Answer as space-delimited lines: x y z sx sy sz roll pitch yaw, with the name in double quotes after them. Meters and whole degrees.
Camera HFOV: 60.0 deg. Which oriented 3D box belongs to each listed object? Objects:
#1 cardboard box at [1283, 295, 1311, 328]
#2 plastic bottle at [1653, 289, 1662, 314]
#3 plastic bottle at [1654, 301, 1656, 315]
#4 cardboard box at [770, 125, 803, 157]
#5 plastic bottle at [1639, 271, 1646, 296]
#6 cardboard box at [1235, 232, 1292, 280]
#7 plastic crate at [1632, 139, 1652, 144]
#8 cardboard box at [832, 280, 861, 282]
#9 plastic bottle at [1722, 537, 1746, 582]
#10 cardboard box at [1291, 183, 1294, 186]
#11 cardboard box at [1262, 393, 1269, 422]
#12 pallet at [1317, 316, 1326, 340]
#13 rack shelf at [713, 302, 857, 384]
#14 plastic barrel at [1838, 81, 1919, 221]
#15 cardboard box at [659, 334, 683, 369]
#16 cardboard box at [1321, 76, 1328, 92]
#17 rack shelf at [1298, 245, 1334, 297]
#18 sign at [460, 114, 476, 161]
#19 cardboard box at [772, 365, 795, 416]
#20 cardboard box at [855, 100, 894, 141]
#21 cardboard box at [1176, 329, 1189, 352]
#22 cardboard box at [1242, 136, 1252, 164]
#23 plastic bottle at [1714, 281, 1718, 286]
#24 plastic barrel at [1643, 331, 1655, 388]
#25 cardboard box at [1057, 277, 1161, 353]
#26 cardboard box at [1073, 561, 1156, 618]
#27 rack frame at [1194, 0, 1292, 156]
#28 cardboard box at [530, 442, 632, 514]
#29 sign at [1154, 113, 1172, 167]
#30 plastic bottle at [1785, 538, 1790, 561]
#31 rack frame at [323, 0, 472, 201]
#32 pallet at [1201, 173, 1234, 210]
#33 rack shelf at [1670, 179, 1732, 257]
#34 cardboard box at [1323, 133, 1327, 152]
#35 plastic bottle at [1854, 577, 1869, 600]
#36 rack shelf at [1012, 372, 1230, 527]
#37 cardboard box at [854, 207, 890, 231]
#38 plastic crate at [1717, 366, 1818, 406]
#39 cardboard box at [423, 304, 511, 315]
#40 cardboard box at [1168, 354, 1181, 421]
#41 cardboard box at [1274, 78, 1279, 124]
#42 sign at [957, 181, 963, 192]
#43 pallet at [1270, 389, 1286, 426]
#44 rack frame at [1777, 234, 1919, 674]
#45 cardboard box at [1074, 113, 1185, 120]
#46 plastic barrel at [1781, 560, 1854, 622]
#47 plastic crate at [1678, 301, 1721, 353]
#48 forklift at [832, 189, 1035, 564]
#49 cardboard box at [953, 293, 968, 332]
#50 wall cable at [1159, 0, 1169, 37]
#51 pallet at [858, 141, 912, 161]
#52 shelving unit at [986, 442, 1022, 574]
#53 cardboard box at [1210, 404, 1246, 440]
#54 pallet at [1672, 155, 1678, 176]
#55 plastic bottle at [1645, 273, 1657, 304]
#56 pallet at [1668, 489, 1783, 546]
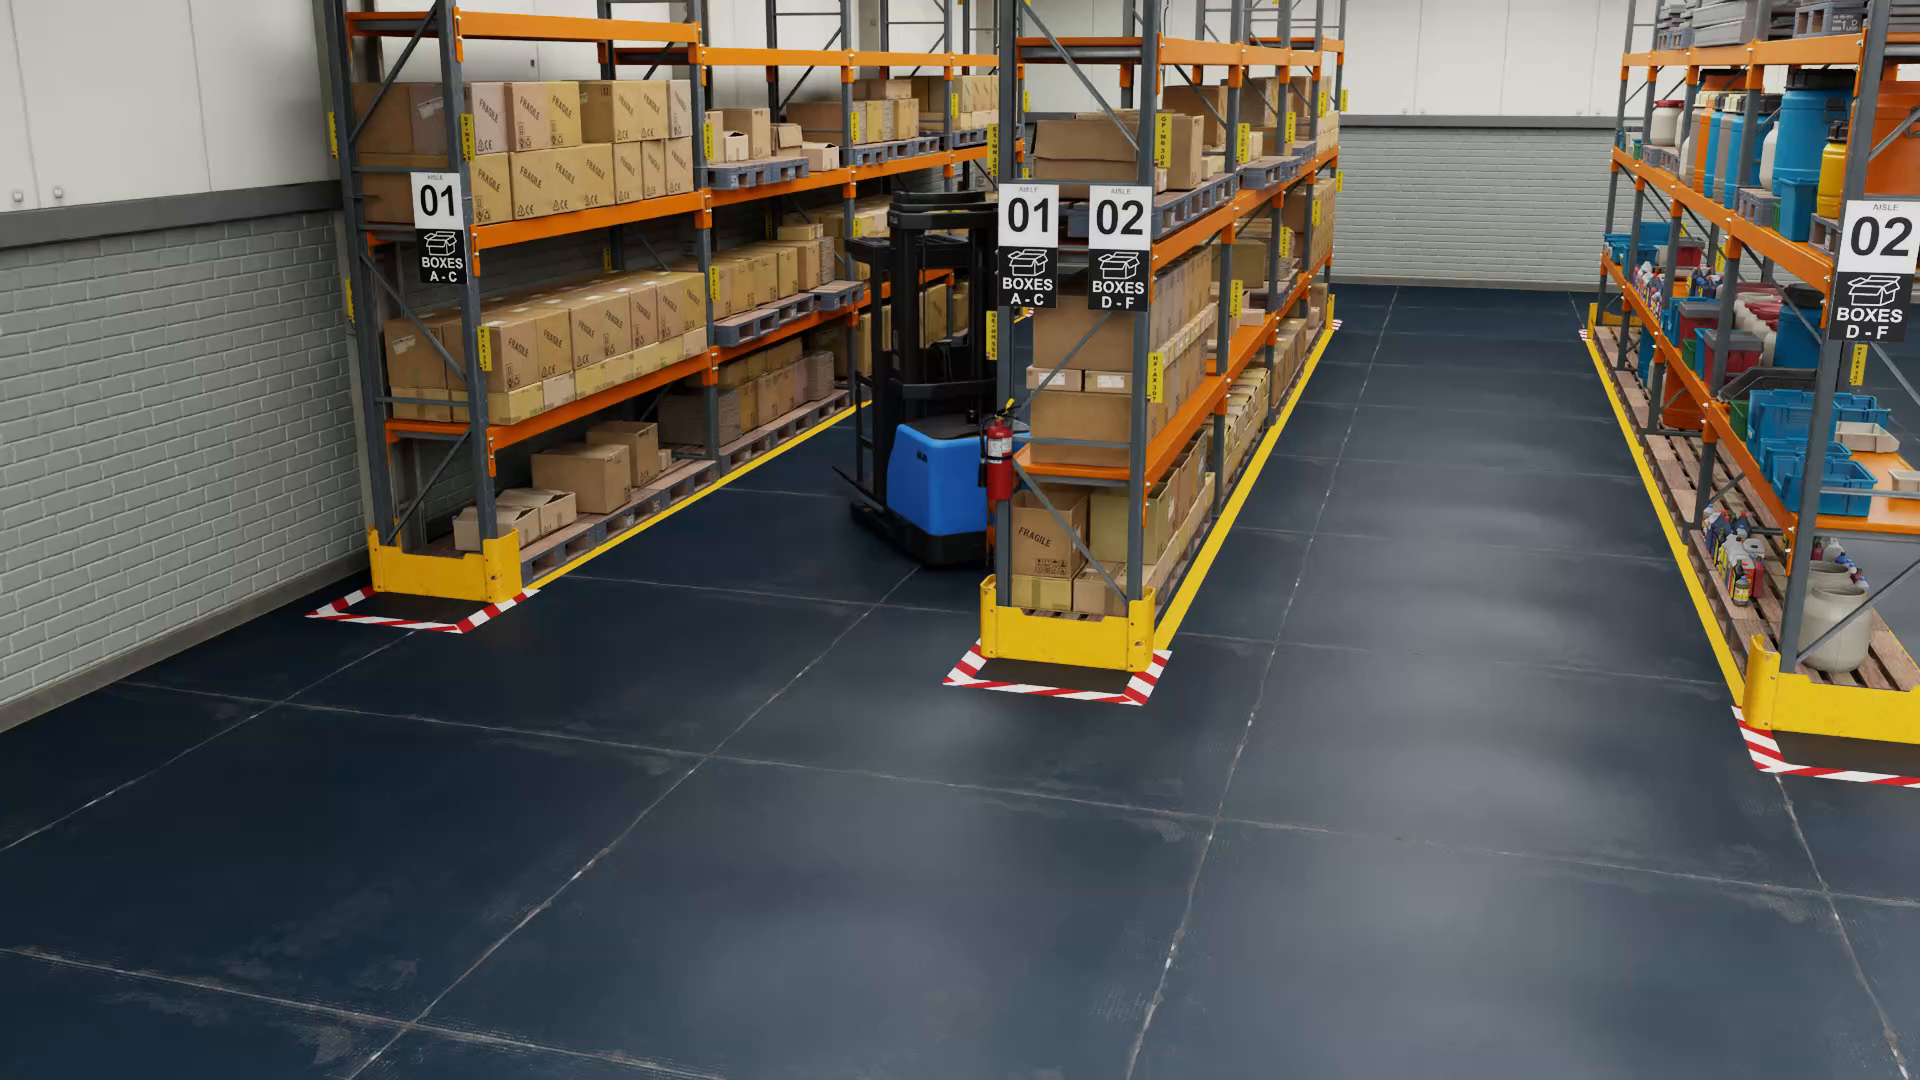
4.680 -3.288 24.193 0.797 0.503 0.637 5 16 16 "cardboard box"
7.695 -2.622 18.311 0.097 0.271 0.097 0 16 0 "plastic bottle"
7.667 -2.563 18.231 0.097 0.201 0.097 0 16 0 "plastic bottle"
-2.194 -4.292 18.243 0.797 0.503 0.637 7 17 24 "cardboard box"
8.133 -3.049 19.795 0.061 0.283 0.133 5 16 16 "plastic bottle"
3.528 -3.387 19.820 0.700 0.500 0.500 8 18 26 "cardboard box"
8.852 -5.026 21.361 0.416 0.233 0.300 5 16 16 "plastic crate"
-1.421 -3.079 20.111 0.380 0.149 0.250 4 16 15 "cardboard box"
5.771 0.144 12.374 0.144 0.351 0.185 5 17 18 "plastic bottle"
4.620 -4.997 24.436 0.500 0.500 0.500 5 17 17 "cardboard box"
3.098 -1.461 18.254 0.500 0.250 0.500 5 17 17 "cardboard box"
5.040 -3.262 25.442 1.003 0.211 1.213 5 16 16 "pallet"
-2.305 -2.253 18.093 1.077 0.370 4.000 5 16 16 "rack shelf"
5.505 -2.249 9.709 0.600 0.830 0.708 5 16 16 "plastic barrel"
-2.867 -1.736 15.190 0.500 0.250 0.500 5 17 16 "cardboard box"
4.895 -6.405 23.901 0.700 0.500 0.500 5 16 16 "cardboard box"
4.719 -3.962 24.121 1.077 0.370 4.000 5 16 16 "rack shelf"
-3.490 -2.851 11.783 0.100 0.325 0.005 5 16 16 "sign"
-2.263 -1.681 18.533 0.700 0.500 0.500 5 16 16 "cardboard box"
-1.255 -5.373 21.288 0.700 0.500 0.500 5 16 16 "cardboard box"
1.571 -1.563 12.971 0.380 0.149 0.250 5 17 18 "cardboard box"
2.634 -3.901 16.595 0.500 0.250 0.500 4 16 15 "cardboard box"
8.643 -2.824 19.025 0.097 0.271 0.097 0 16 0 "plastic bottle"
8.527 -2.266 19.899 0.600 0.901 0.708 5 16 16 "plastic barrel"
1.045 -1.591 11.881 0.700 0.500 0.500 4 16 14 "cardboard box"
1.106 0.352 11.861 0.500 0.250 0.500 5 16 16 "cardboard box"
3.014 -5.625 17.670 1.000 3.000 0.127 5 16 16 "rack frame"
-3.308 -0.549 14.544 0.700 0.500 0.500 4 16 12 "cardboard box"
1.271 -2.503 10.413 0.100 0.325 0.005 5 16 16 "sign"
6.515 0.028 12.920 0.152 0.276 0.135 5 16 16 "plastic bottle"
-4.010 -3.915 11.642 1.000 3.000 0.127 5 16 16 "rack frame"
1.660 -2.868 13.608 1.003 0.211 1.213 5 16 16 "pallet"
7.194 -2.927 14.975 1.077 0.370 4.000 5 16 16 "rack shelf"
4.816 -5.525 23.091 0.500 0.250 0.500 5 16 16 "cardboard box"
6.303 0.390 11.651 0.097 0.271 0.097 0 16 0 "plastic bottle"
1.309 -0.823 13.052 1.077 0.370 4.000 5 16 16 "rack shelf"
-1.070 -4.054 20.986 0.500 0.250 0.500 5 17 16 "cardboard box"
6.355 -1.150 13.001 0.767 0.338 0.504 5 16 16 "plastic crate"
-3.927 -1.598 13.330 0.500 0.500 0.500 5 17 17 "cardboard box"
1.323 -1.220 12.951 0.700 0.500 0.500 5 17 18 "cardboard box"
3.434 -5.092 19.270 0.500 0.500 0.500 5 16 16 "cardboard box"
0.007 -5.714 27.247 0.100 0.325 0.005 5 16 16 "sign"
3.263 -1.590 19.547 1.003 0.211 1.213 5 16 16 "pallet"
5.489 -0.261 9.752 1.000 3.000 0.127 5 16 16 "rack frame"
1.288 -3.033 12.814 0.797 0.503 0.637 7 17 22 "cardboard box"
5.745 0.425 11.124 0.421 0.512 0.421 0 16 0 "plastic barrel"
7.010 -1.985 15.715 0.402 0.464 0.583 5 16 16 "plastic crate"
-0.334 -1.571 14.498 1.130 2.935 3.031 -7 17 -22 "forklift"
-0.289 -3.356 24.474 0.700 0.500 0.500 5 17 17 "cardboard box"
5.081 -10.279 30.514 3.097 2.526 0.112 5 16 16 "wall cable"
-1.289 -4.940 21.096 1.003 0.211 1.213 5 17 18 "pallet"
0.348 -0.248 13.252 0.215 1.050 0.252 -4 20 -13 "shelving unit"
2.527 -1.196 16.291 0.500 0.311 0.500 4 16 14 "cardboard box"
8.073 -3.898 17.426 1.003 0.211 1.213 5 16 16 "pallet"
7.969 -2.890 19.110 0.144 0.351 0.185 5 16 16 "plastic bottle"
6.811 -0.174 14.557 1.003 0.211 1.213 5 16 16 "pallet"
